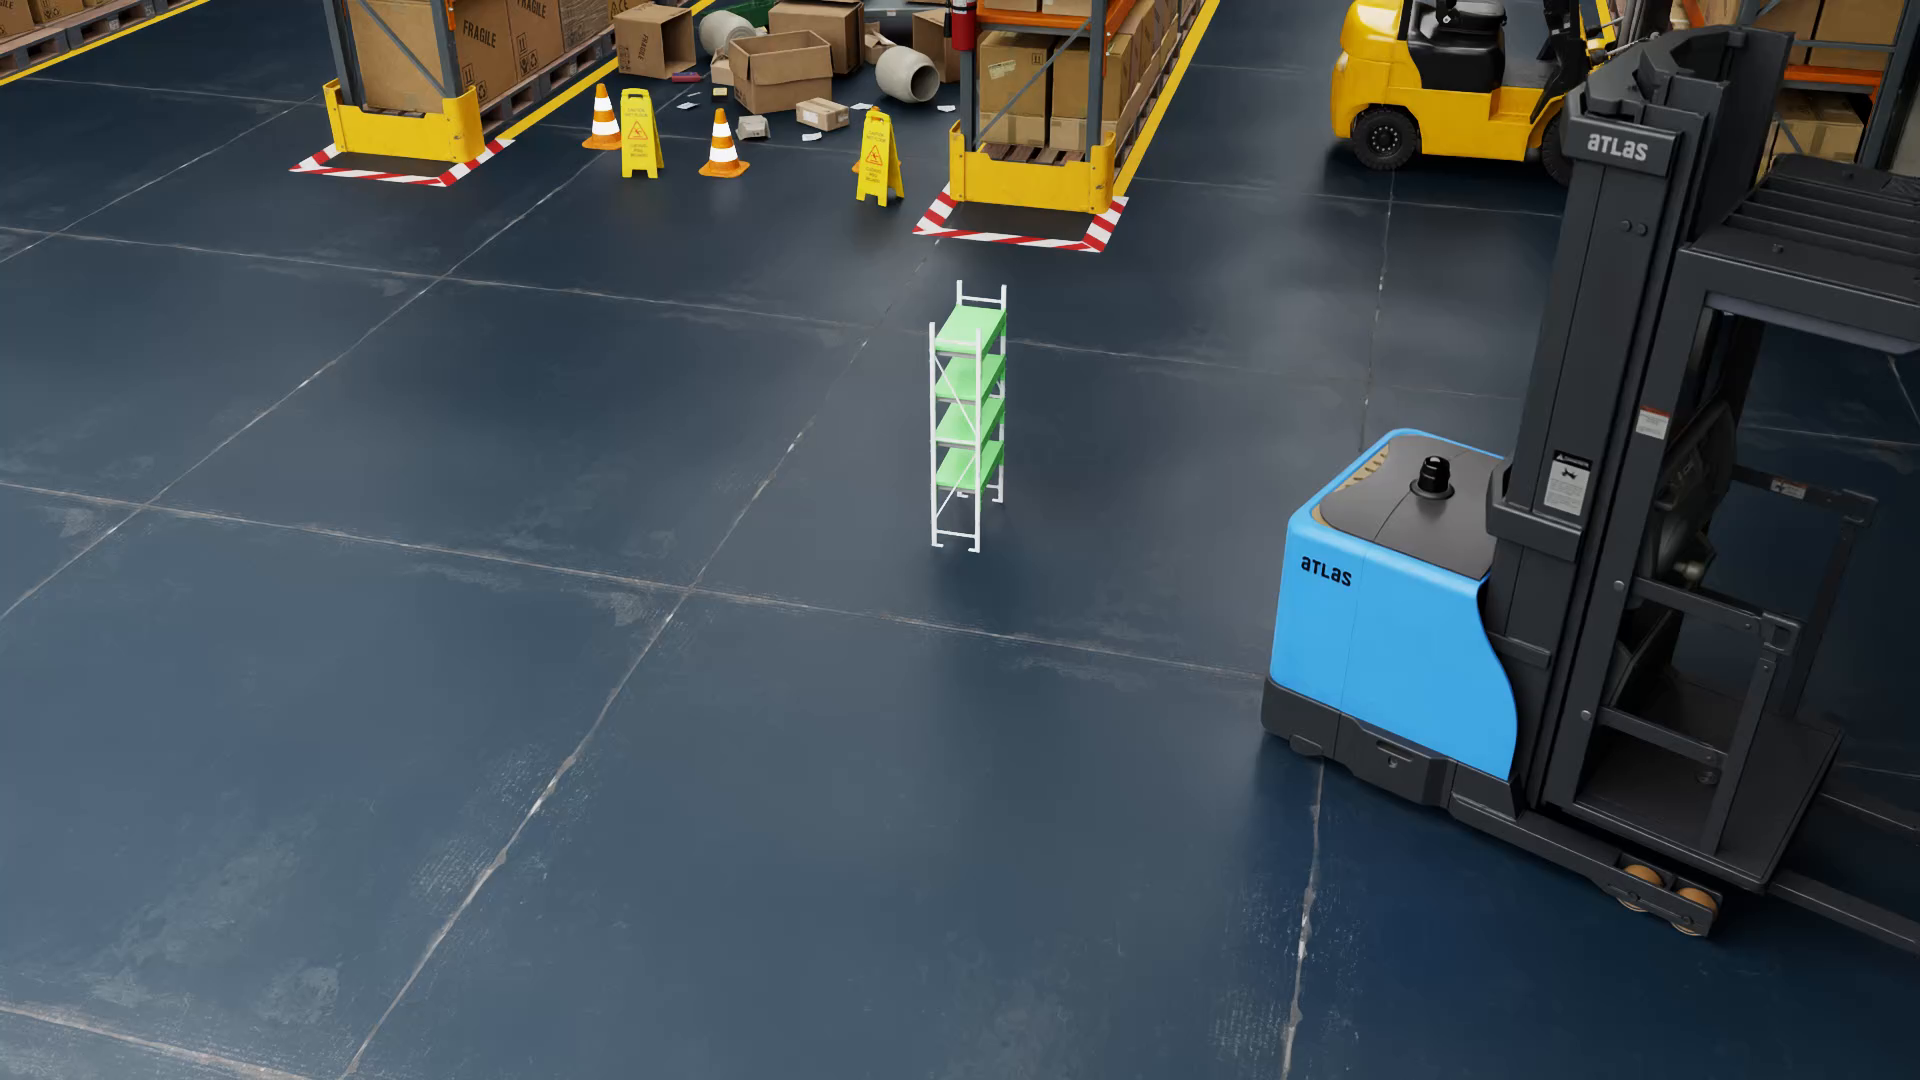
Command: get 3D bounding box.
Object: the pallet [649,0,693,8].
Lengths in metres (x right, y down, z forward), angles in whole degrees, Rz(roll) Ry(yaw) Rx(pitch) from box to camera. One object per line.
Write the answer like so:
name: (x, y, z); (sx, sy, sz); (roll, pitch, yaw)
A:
pallet: (-3.175, -5.656, 16.950); (1.003, 0.211, 1.213); (8, 33, 12)

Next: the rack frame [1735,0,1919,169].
rack frame: (5.303, -3.051, 10.253); (1.000, 3.000, 0.127); (8, 33, 12)

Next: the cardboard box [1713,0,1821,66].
cardboard box: (5.173, -3.384, 10.684); (0.500, 0.500, 0.500); (7, 33, 11)

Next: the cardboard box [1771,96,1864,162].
cardboard box: (5.608, -2.713, 10.961); (0.500, 0.250, 0.500); (8, 33, 12)

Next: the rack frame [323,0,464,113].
rack frame: (-4.313, -4.346, 12.290); (1.000, 3.000, 0.127); (8, 33, 12)

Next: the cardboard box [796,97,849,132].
cardboard box: (-1.121, -3.476, 13.580); (0.380, 0.149, 0.250); (28, 42, 36)

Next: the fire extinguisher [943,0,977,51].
fire extinguisher: (0.026, -3.695, 11.339); (0.296, 0.674, 0.183); (8, 33, 12)

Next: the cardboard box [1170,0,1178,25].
cardboard box: (1.625, -4.790, 14.461); (0.500, 0.500, 0.500); (8, 33, 12)

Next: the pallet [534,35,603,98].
pallet: (-3.874, -4.226, 14.701); (1.003, 0.211, 1.213); (8, 33, 12)

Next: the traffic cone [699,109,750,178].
traffic cone: (-1.798, -3.027, 12.581); (0.336, 0.463, 0.334); (8, 33, 12)

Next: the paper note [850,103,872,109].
paper note: (-0.824, -3.649, 13.972); (0.148, 0.019, 0.142); (20, 38, 29)

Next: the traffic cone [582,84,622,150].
traffic cone: (-2.805, -3.358, 13.100); (0.336, 0.463, 0.334); (8, 33, 12)

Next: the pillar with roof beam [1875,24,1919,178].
pillar with roof beam: (2.187, -6.407, 9.941); (9.100, 9.000, 0.400); (8, 33, 12)

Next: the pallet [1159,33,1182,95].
pallet: (1.379, -4.270, 14.770); (1.003, 0.211, 1.213); (8, 33, 12)

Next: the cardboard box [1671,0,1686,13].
cardboard box: (5.752, -4.093, 13.132); (0.500, 0.250, 0.500); (8, 33, 12)

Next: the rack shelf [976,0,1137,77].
rack shelf: (1.008, -4.459, 13.138); (1.077, 0.370, 4.000); (8, 33, 12)

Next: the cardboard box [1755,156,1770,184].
cardboard box: (5.124, -2.574, 11.208); (0.500, 0.250, 0.500); (8, 33, 12)

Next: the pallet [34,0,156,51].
pallet: (-8.514, -4.984, 15.894); (1.003, 0.211, 1.213); (8, 33, 12)

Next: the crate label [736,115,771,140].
crate label: (-1.659, -3.306, 13.323); (0.250, 0.136, 0.298); (-8, 33, -13)

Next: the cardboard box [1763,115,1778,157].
cardboard box: (5.118, -2.771, 11.052); (0.500, 0.250, 0.500); (9, 34, 14)

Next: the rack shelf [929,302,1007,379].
rack shelf: (0.042, -0.943, 7.840); (0.258, 0.148, 0.480); (8, 33, 12)

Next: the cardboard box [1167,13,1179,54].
cardboard box: (1.626, -4.474, 14.663); (0.500, 0.250, 0.500); (10, 34, 15)

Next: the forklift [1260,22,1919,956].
forklift: (2.726, -0.135, 5.730); (3.031, 2.935, 1.130); (23, 39, 31)

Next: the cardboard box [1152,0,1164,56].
cardboard box: (1.369, -4.261, 13.629); (0.500, 0.500, 0.500); (10, 34, 15)

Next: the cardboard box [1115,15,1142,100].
cardboard box: (1.107, -3.723, 12.783); (0.500, 0.500, 0.500); (7, 33, 11)

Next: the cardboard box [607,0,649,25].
cardboard box: (-3.525, -5.386, 15.515); (0.875, 0.875, 0.875); (9, 33, 13)

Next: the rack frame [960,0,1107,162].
rack frame: (0.500, -3.725, 11.313); (1.000, 3.000, 0.127); (8, 33, 12)

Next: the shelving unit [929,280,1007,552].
shelving unit: (0.042, -0.592, 8.063); (0.258, 1.200, 0.503); (8, 33, 12)

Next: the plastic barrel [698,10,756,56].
plastic barrel: (-2.102, -4.537, 14.992); (0.421, 0.421, 0.512); (-21, 38, -29)

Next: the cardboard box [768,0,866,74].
cardboard box: (-1.273, -4.471, 14.687); (0.797, 0.637, 0.503); (8, 33, 12)

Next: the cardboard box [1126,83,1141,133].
cardboard box: (1.110, -3.386, 12.952); (0.500, 0.250, 0.500); (9, 34, 14)

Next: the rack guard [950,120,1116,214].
rack guard: (0.520, -2.709, 12.046); (1.175, 0.500, 0.348); (8, 33, 12)

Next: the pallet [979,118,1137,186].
pallet: (0.760, -3.004, 12.779); (1.003, 0.211, 1.213); (8, 33, 12)

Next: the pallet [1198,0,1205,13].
pallet: (2.019, -5.663, 16.961); (1.003, 0.211, 1.213); (8, 33, 12)

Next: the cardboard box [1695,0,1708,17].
cardboard box: (5.444, -3.918, 11.524); (0.500, 0.500, 0.500); (7, 33, 11)

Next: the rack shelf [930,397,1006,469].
rack shelf: (0.042, -0.538, 8.098); (0.258, 0.148, 0.480); (8, 33, 12)

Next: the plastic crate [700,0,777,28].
plastic crate: (-2.075, -4.991, 15.872); (0.662, 0.188, 0.450); (-28, 32, -37)

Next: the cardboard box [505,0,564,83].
cardboard box: (-3.984, -4.444, 14.034); (0.875, 0.875, 0.875); (8, 33, 12)

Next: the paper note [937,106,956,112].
paper note: (-0.112, -3.618, 13.912); (0.142, 0.019, 0.148); (-3, 33, -4)

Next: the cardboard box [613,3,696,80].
cardboard box: (-2.699, -4.423, 14.739); (0.500, 0.500, 0.500); (14, 35, 21)

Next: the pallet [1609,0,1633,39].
pallet: (6.775, -4.972, 15.875); (1.003, 0.211, 1.213); (8, 33, 12)

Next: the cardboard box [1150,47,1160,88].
cardboard box: (1.367, -3.933, 13.812); (0.500, 0.250, 0.500); (9, 33, 13)

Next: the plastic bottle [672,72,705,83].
plastic bottle: (-2.378, -4.054, 14.569); (0.283, 0.061, 0.133); (-3, 33, -4)

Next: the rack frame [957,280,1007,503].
rack frame: (0.104, -0.719, 8.262); (0.240, 1.200, 0.015); (8, 33, 12)

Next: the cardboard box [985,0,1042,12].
cardboard box: (0.388, -3.842, 11.731); (0.380, 0.149, 0.250); (9, 34, 14)

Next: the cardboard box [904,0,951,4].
cardboard box: (-0.214, -5.292, 15.402); (0.500, 0.500, 0.500); (8, 33, 12)

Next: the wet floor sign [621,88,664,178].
wet floor sign: (-2.405, -3.068, 12.474); (0.267, 0.644, 0.232); (3, 33, 4)

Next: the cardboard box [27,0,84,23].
cardboard box: (-8.615, -5.155, 15.502); (0.500, 0.500, 0.500); (11, 34, 17)

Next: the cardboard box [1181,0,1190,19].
cardboard box: (1.646, -5.141, 15.599); (0.950, 0.372, 0.625); (8, 33, 13)

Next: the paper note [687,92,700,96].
paper note: (-2.279, -3.819, 14.248); (0.032, 0.001, 0.123); (28, 42, 36)
